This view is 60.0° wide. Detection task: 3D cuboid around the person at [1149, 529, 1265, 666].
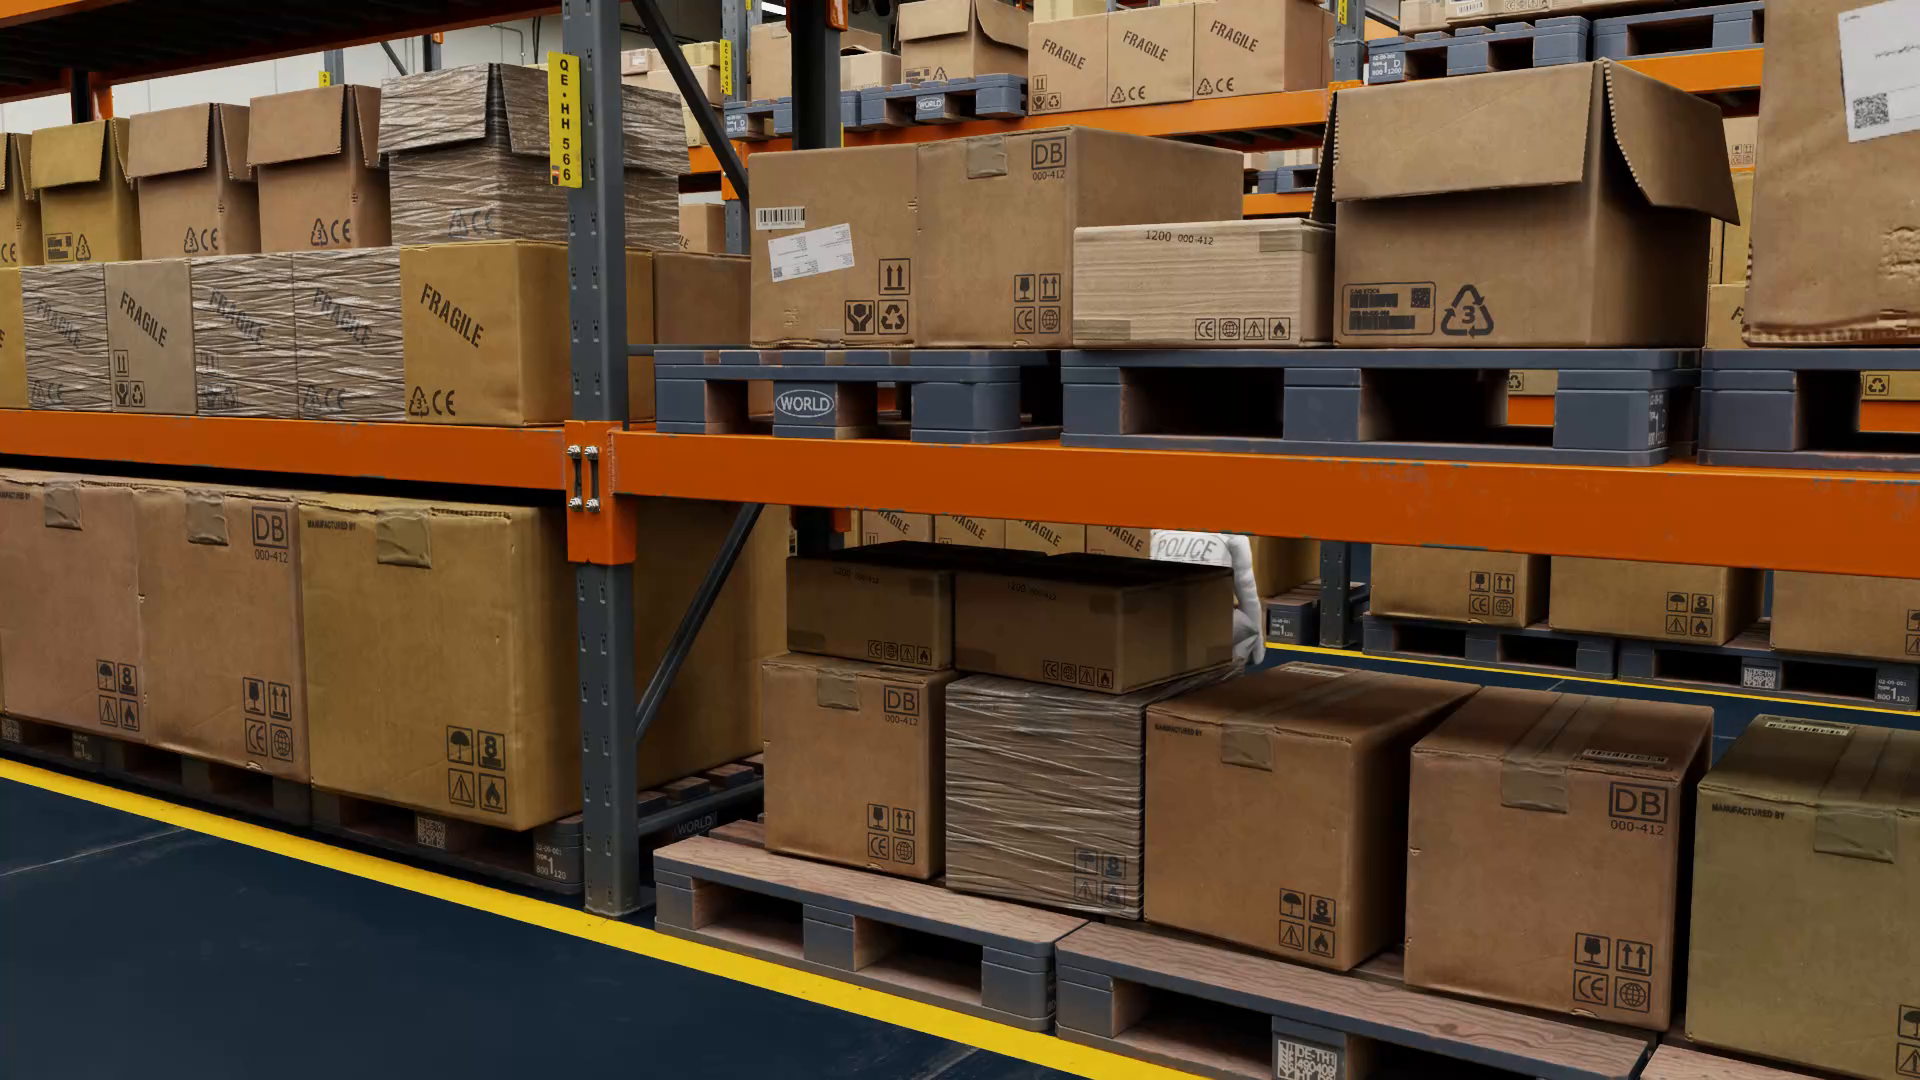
[{"bbox_3d":[0.975,0.249,6.869,0.463,0.993,0.811,4,8,32],"label":"person"}]
